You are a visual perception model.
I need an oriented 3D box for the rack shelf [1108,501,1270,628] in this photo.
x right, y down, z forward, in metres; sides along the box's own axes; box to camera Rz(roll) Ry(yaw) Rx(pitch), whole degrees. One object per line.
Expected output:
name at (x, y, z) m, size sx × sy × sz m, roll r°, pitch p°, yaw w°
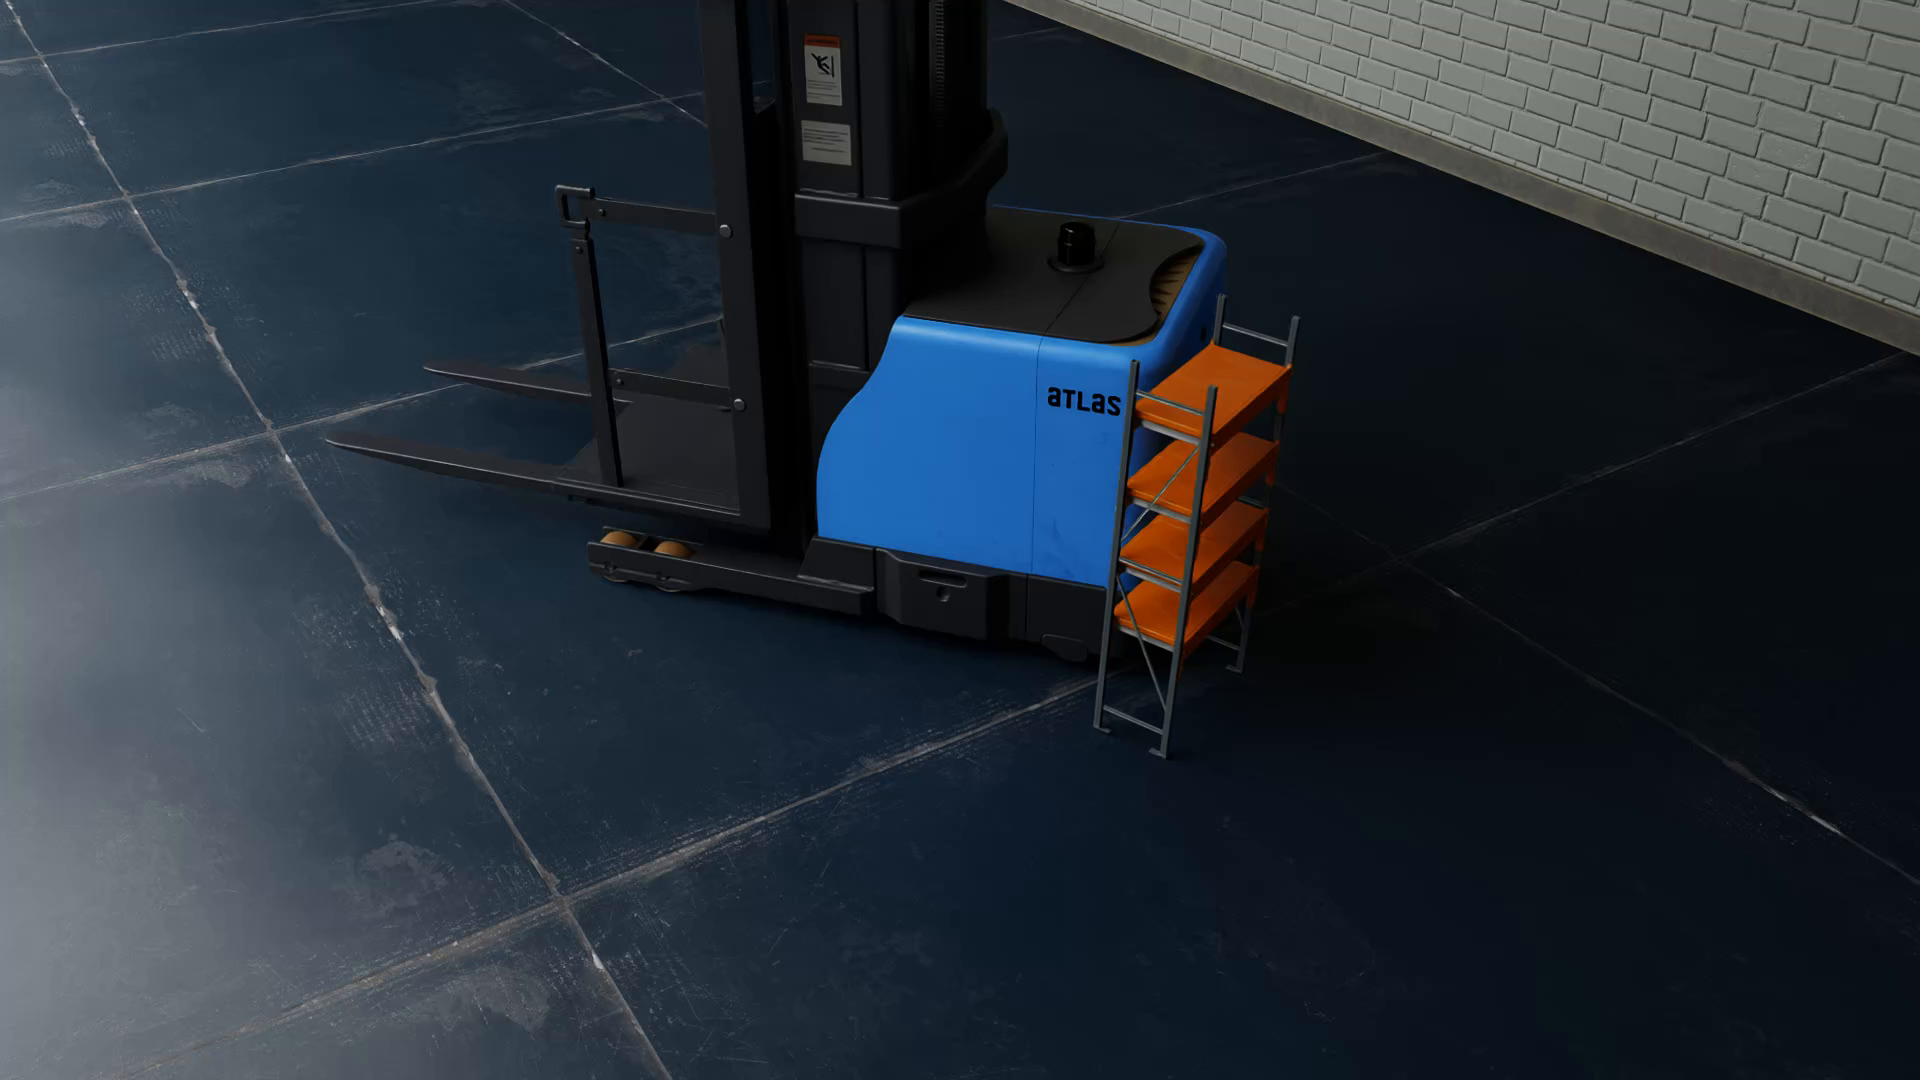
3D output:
rack shelf at (0.648, 0.033, 4.690) m, size 0.258 × 0.148 × 0.480 m, roll 22°, pitch 38°, yaw 27°

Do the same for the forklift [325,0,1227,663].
forklift at (-0.712, -1.322, 5.099) m, size 3.031 × 2.935 × 1.130 m, roll 10°, pitch 34°, yaw 15°

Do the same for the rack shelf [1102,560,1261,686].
rack shelf at (0.642, 0.198, 4.800) m, size 0.258 × 0.148 × 0.480 m, roll 22°, pitch 38°, yaw 27°

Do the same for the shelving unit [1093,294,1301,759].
shelving unit at (0.651, -0.024, 4.653) m, size 0.258 × 1.200 × 0.503 m, roll 22°, pitch 38°, yaw 27°

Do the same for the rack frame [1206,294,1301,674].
rack frame at (0.788, -0.131, 4.823) m, size 0.240 × 1.200 × 0.015 m, roll 22°, pitch 38°, yaw 27°

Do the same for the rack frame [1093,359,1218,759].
rack frame at (0.513, 0.084, 4.482) m, size 0.240 × 1.200 × 0.015 m, roll 22°, pitch 38°, yaw 27°

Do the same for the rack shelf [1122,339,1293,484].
rack shelf at (0.664, -0.351, 4.435) m, size 0.258 × 0.148 × 0.480 m, roll 22°, pitch 38°, yaw 27°

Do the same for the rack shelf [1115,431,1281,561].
rack shelf at (0.656, -0.154, 4.566) m, size 0.258 × 0.148 × 0.480 m, roll 22°, pitch 38°, yaw 27°
